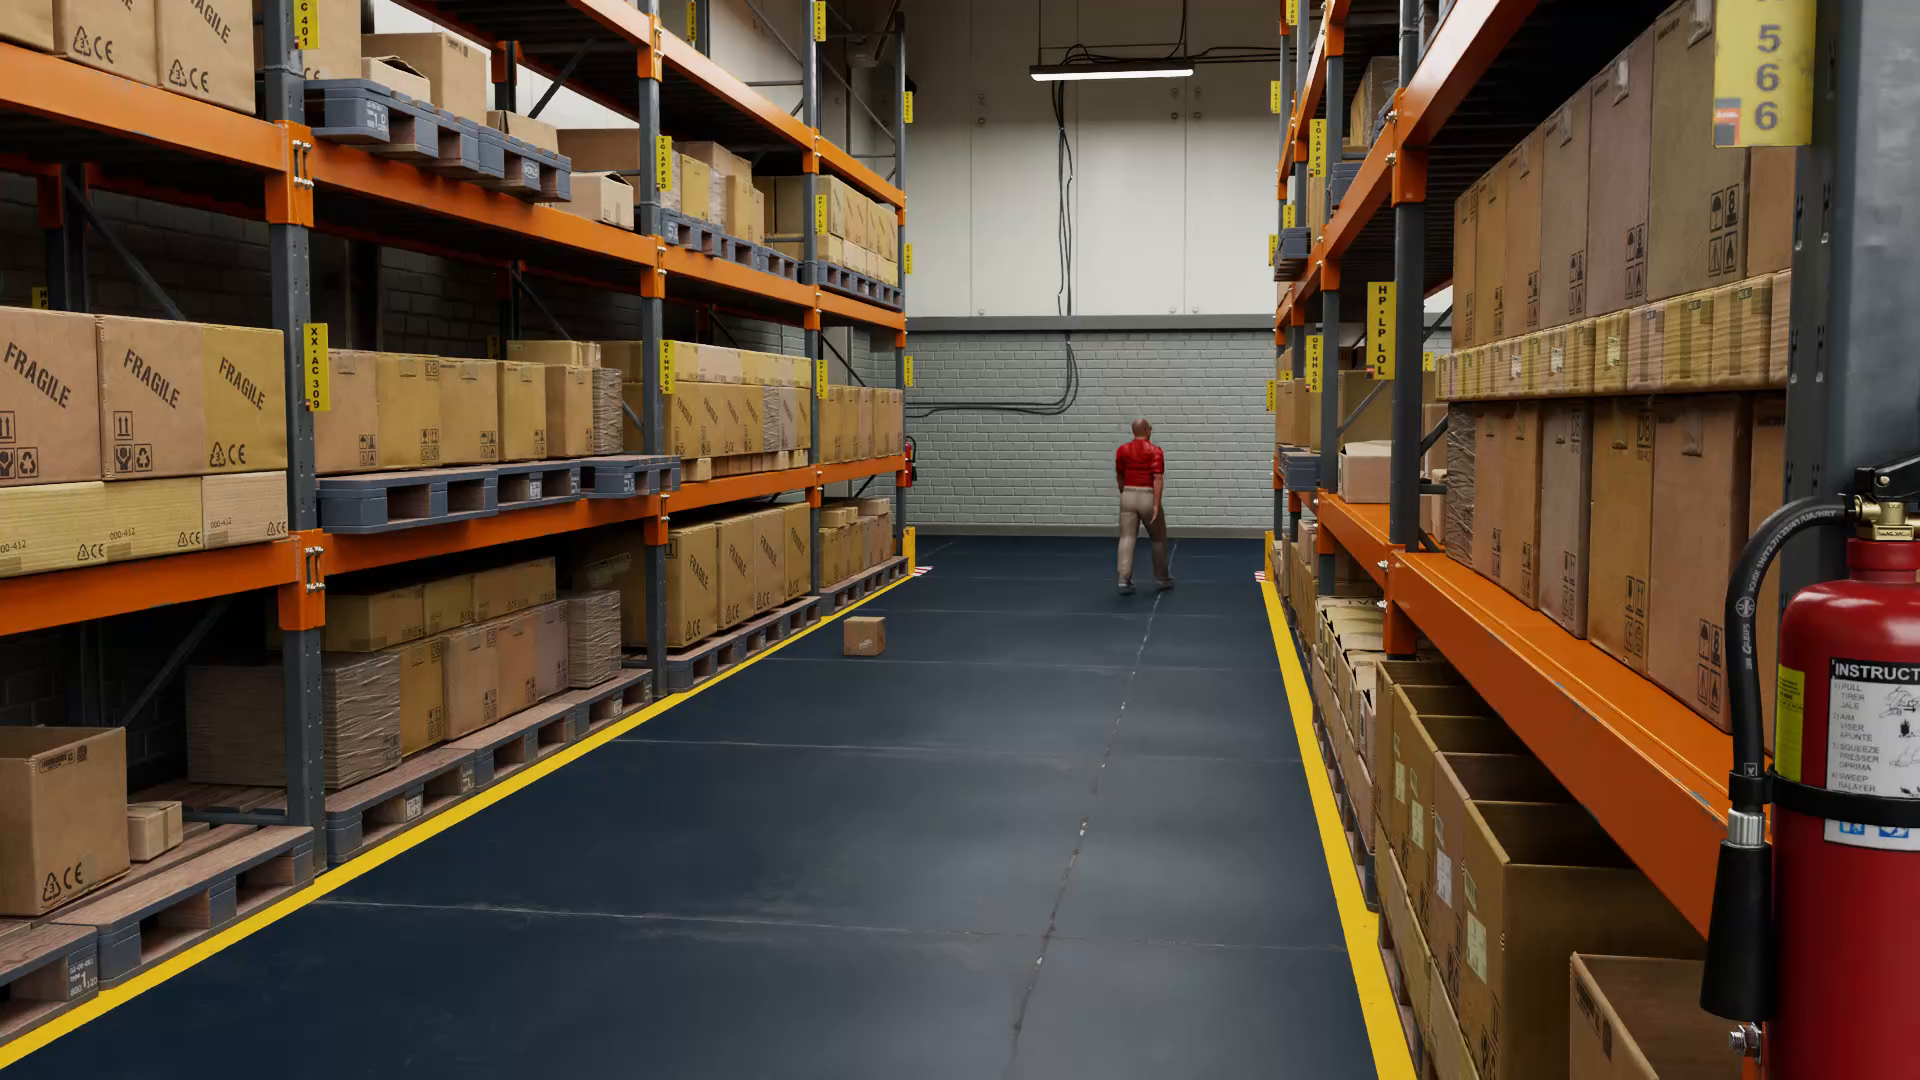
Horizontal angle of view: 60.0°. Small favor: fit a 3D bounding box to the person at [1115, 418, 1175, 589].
[{"bbox_3d":[1.809,-0.373,16.428,0.531,1.662,1.020,2,5,23],"label":"person"}]
